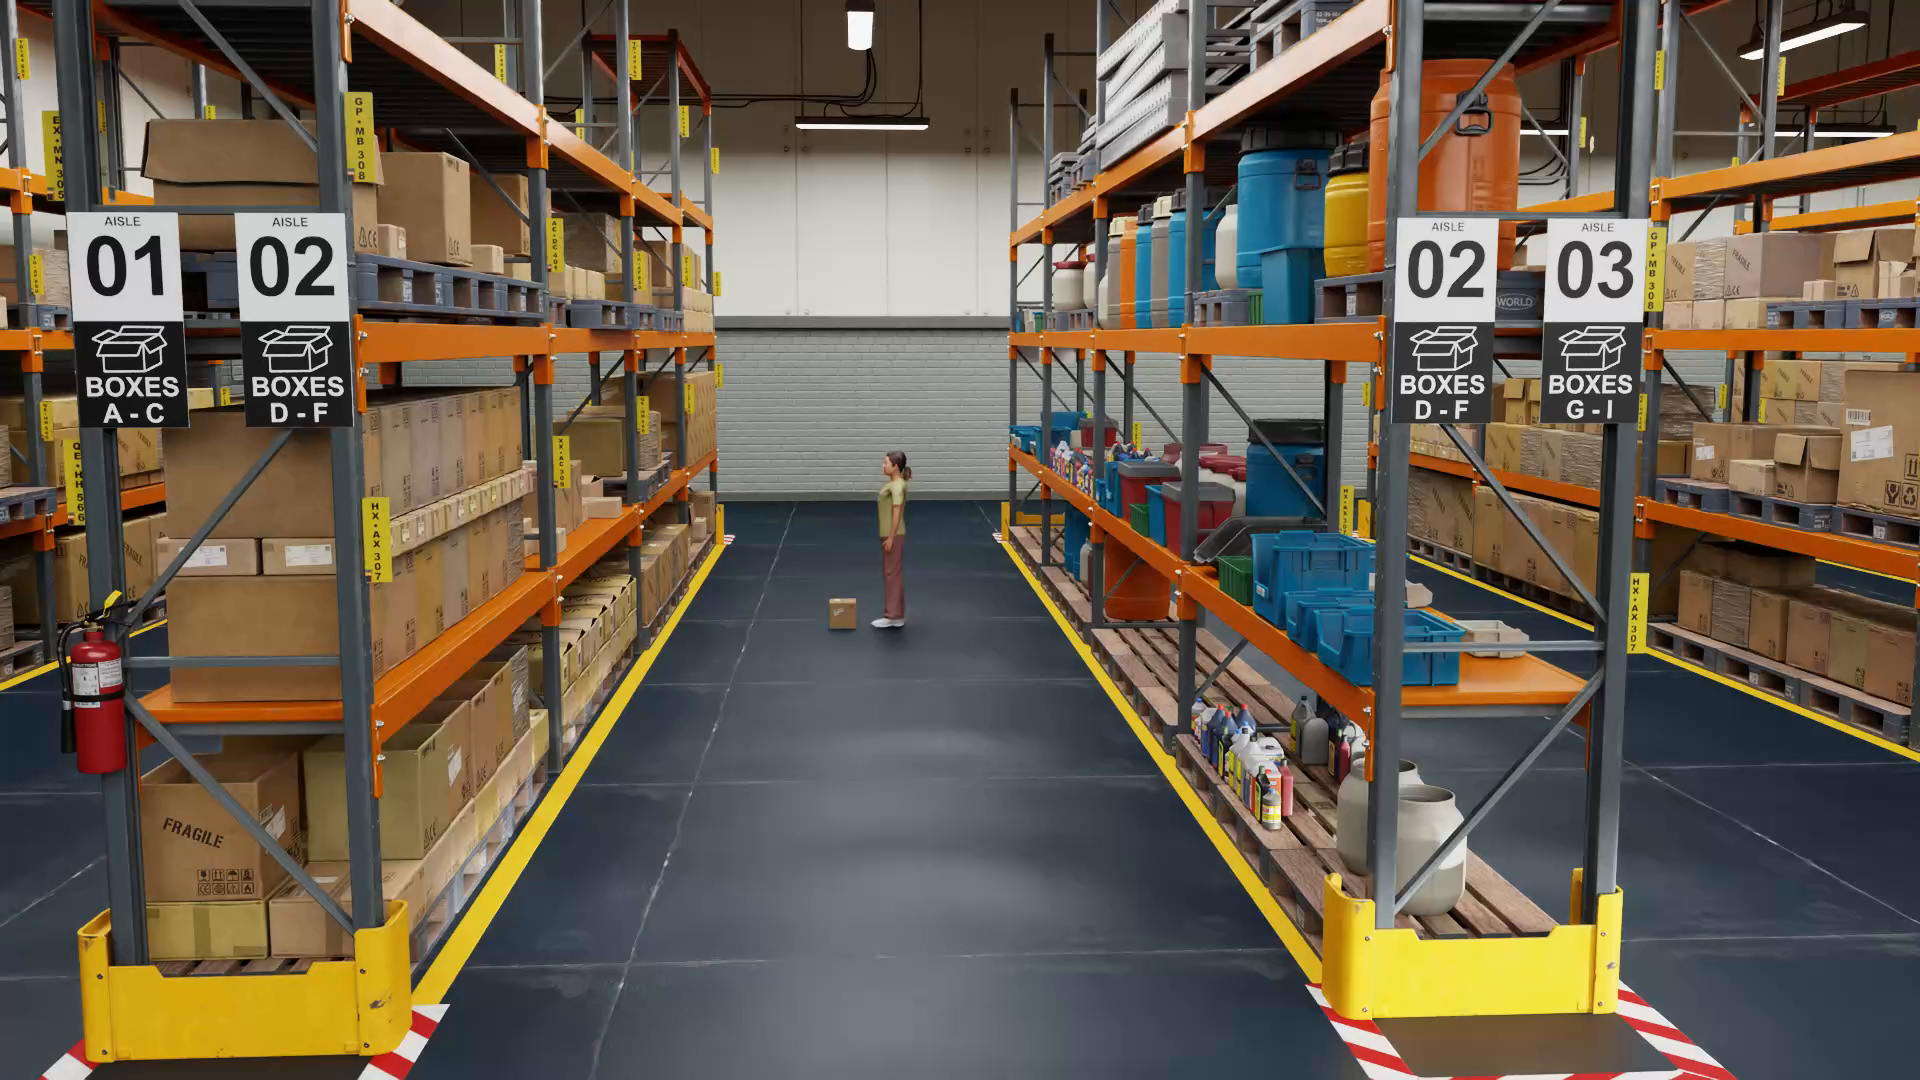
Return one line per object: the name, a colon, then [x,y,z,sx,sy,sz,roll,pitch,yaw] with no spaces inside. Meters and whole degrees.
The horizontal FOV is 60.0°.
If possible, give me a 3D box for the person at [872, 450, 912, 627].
person: [-0.642,-0.006,15.791,0.392,1.691,0.454,0,7,-3]
